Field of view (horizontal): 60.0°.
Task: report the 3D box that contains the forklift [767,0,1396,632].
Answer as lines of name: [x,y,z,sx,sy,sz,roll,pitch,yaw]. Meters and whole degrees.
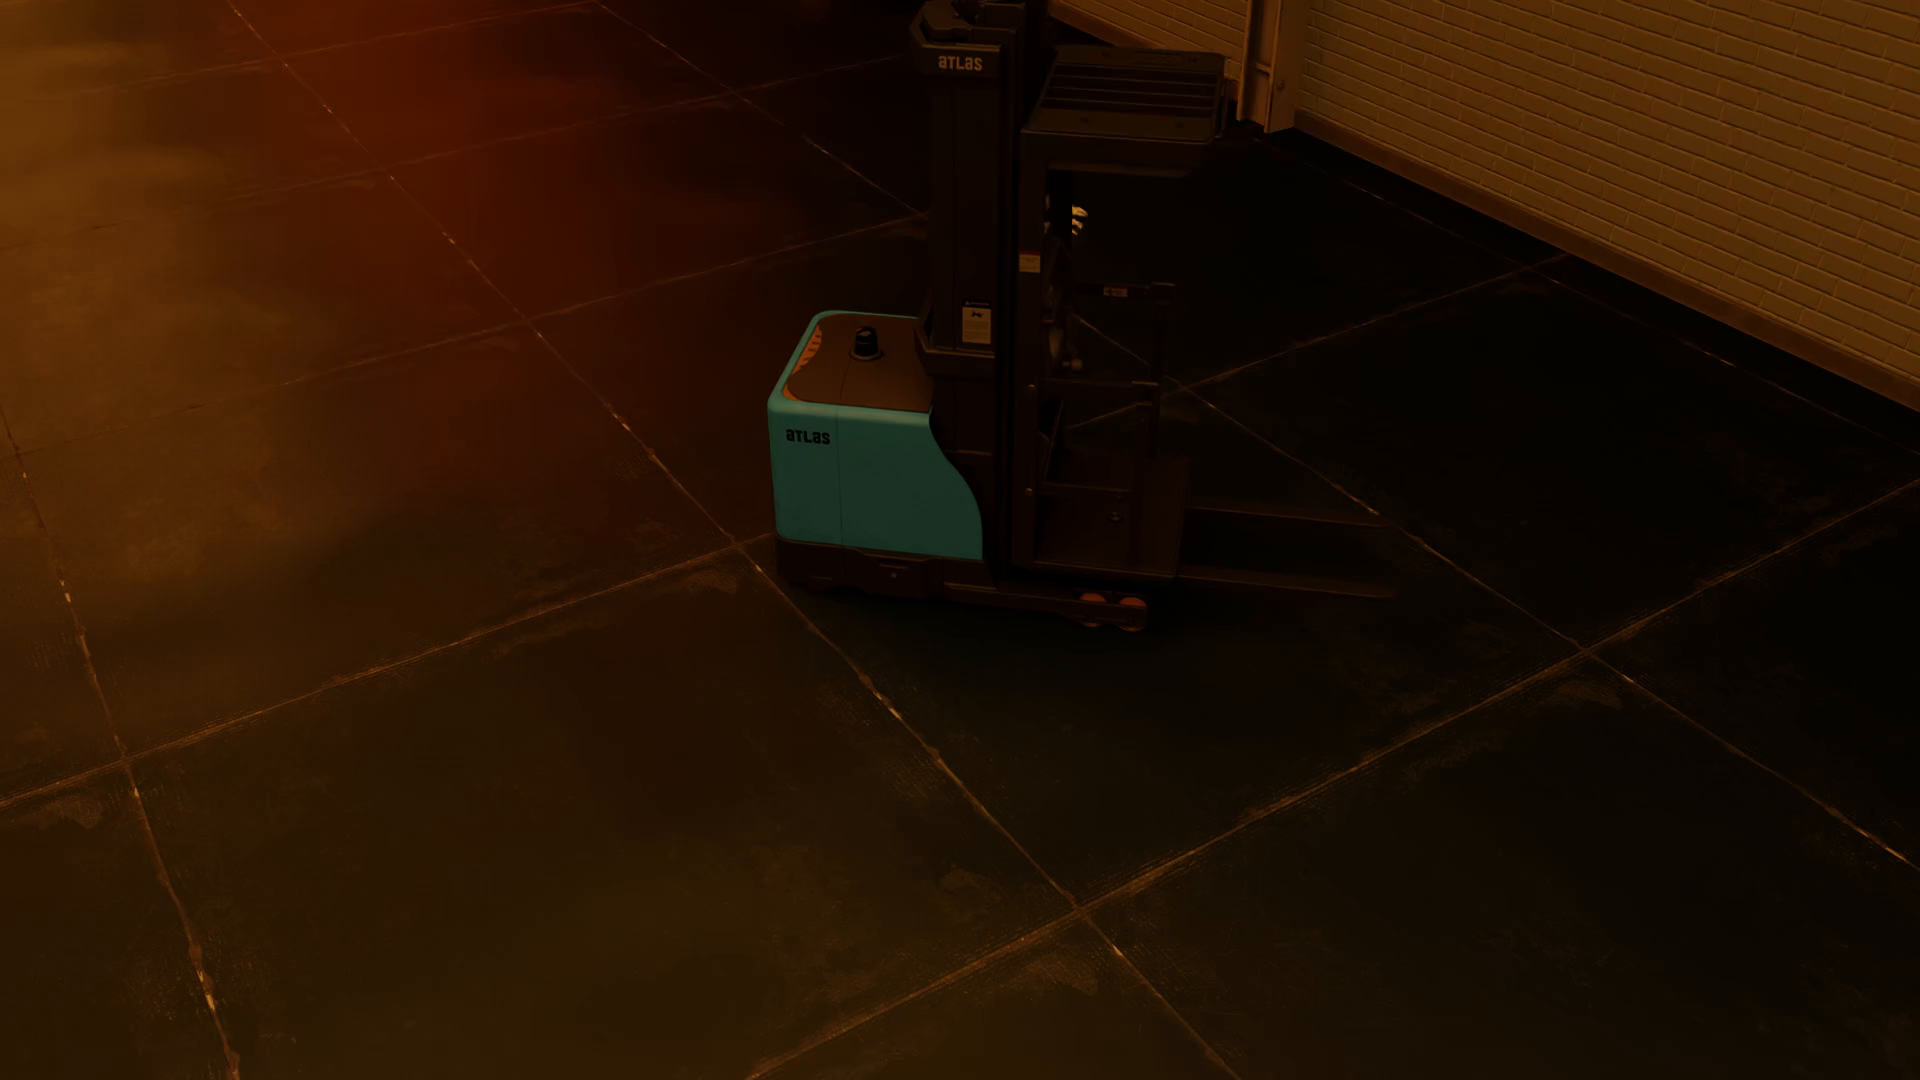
forklift: [0.644,-1.088,7.695,3.031,2.935,1.130,6,36,8]

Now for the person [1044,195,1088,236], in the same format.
person: [0.467,-1.636,9.824,1.047,1.423,0.760,-23,41,-29]
